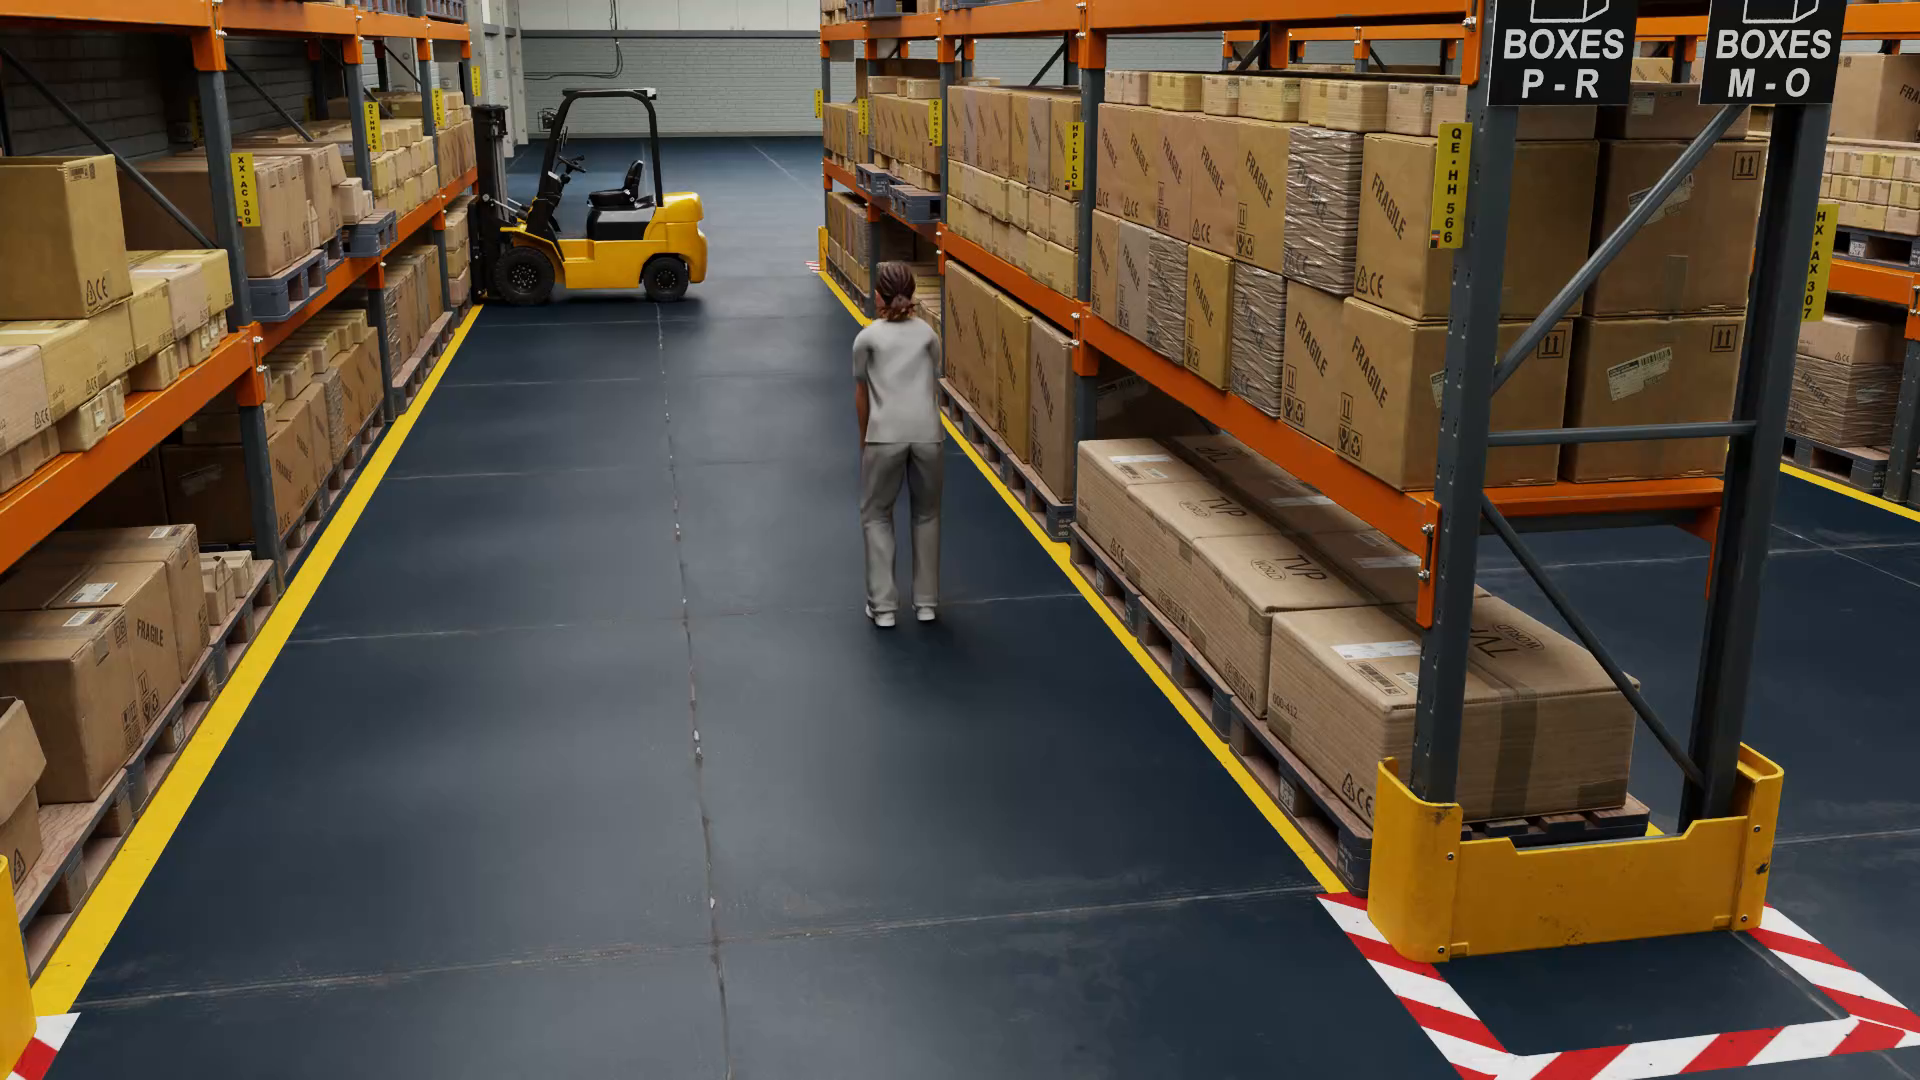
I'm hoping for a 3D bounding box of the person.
[{"bbox_3d":[-0.282,-0.442,7.601,0.410,1.646,0.525,-3,17,-11],"label":"person"}]
